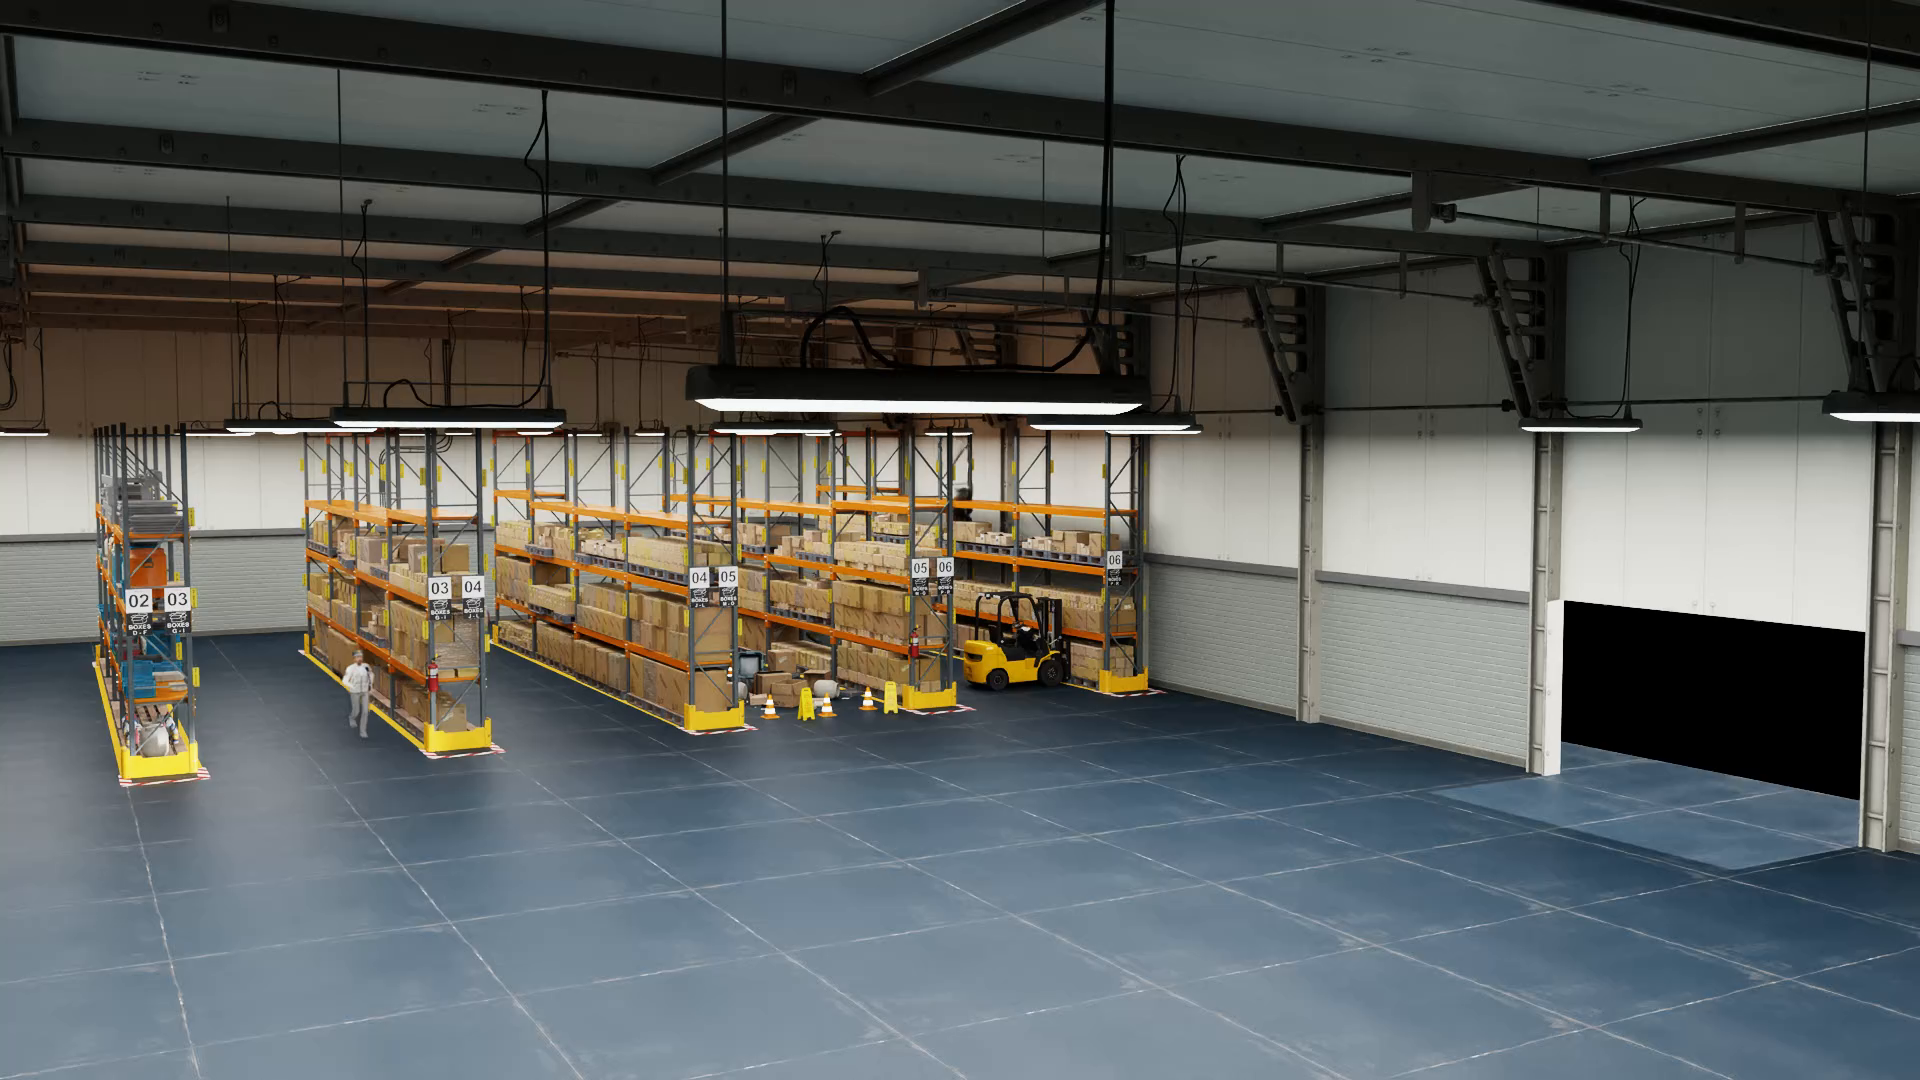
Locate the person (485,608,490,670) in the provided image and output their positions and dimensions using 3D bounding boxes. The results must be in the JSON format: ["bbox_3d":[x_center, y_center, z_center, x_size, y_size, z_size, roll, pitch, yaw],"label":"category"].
[{"bbox_3d":[-12.008,2.319,41.534,0.677,1.823,0.738,-2,4,-35],"label":"person"}]

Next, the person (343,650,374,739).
[{"bbox_3d":[-11.602,2.951,32.132,0.617,1.693,0.822,-2,4,-34],"label":"person"}]

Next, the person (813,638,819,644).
[{"bbox_3d":[-3.930,2.144,44.848,0.707,1.740,0.566,-2,4,-29],"label":"person"}]
